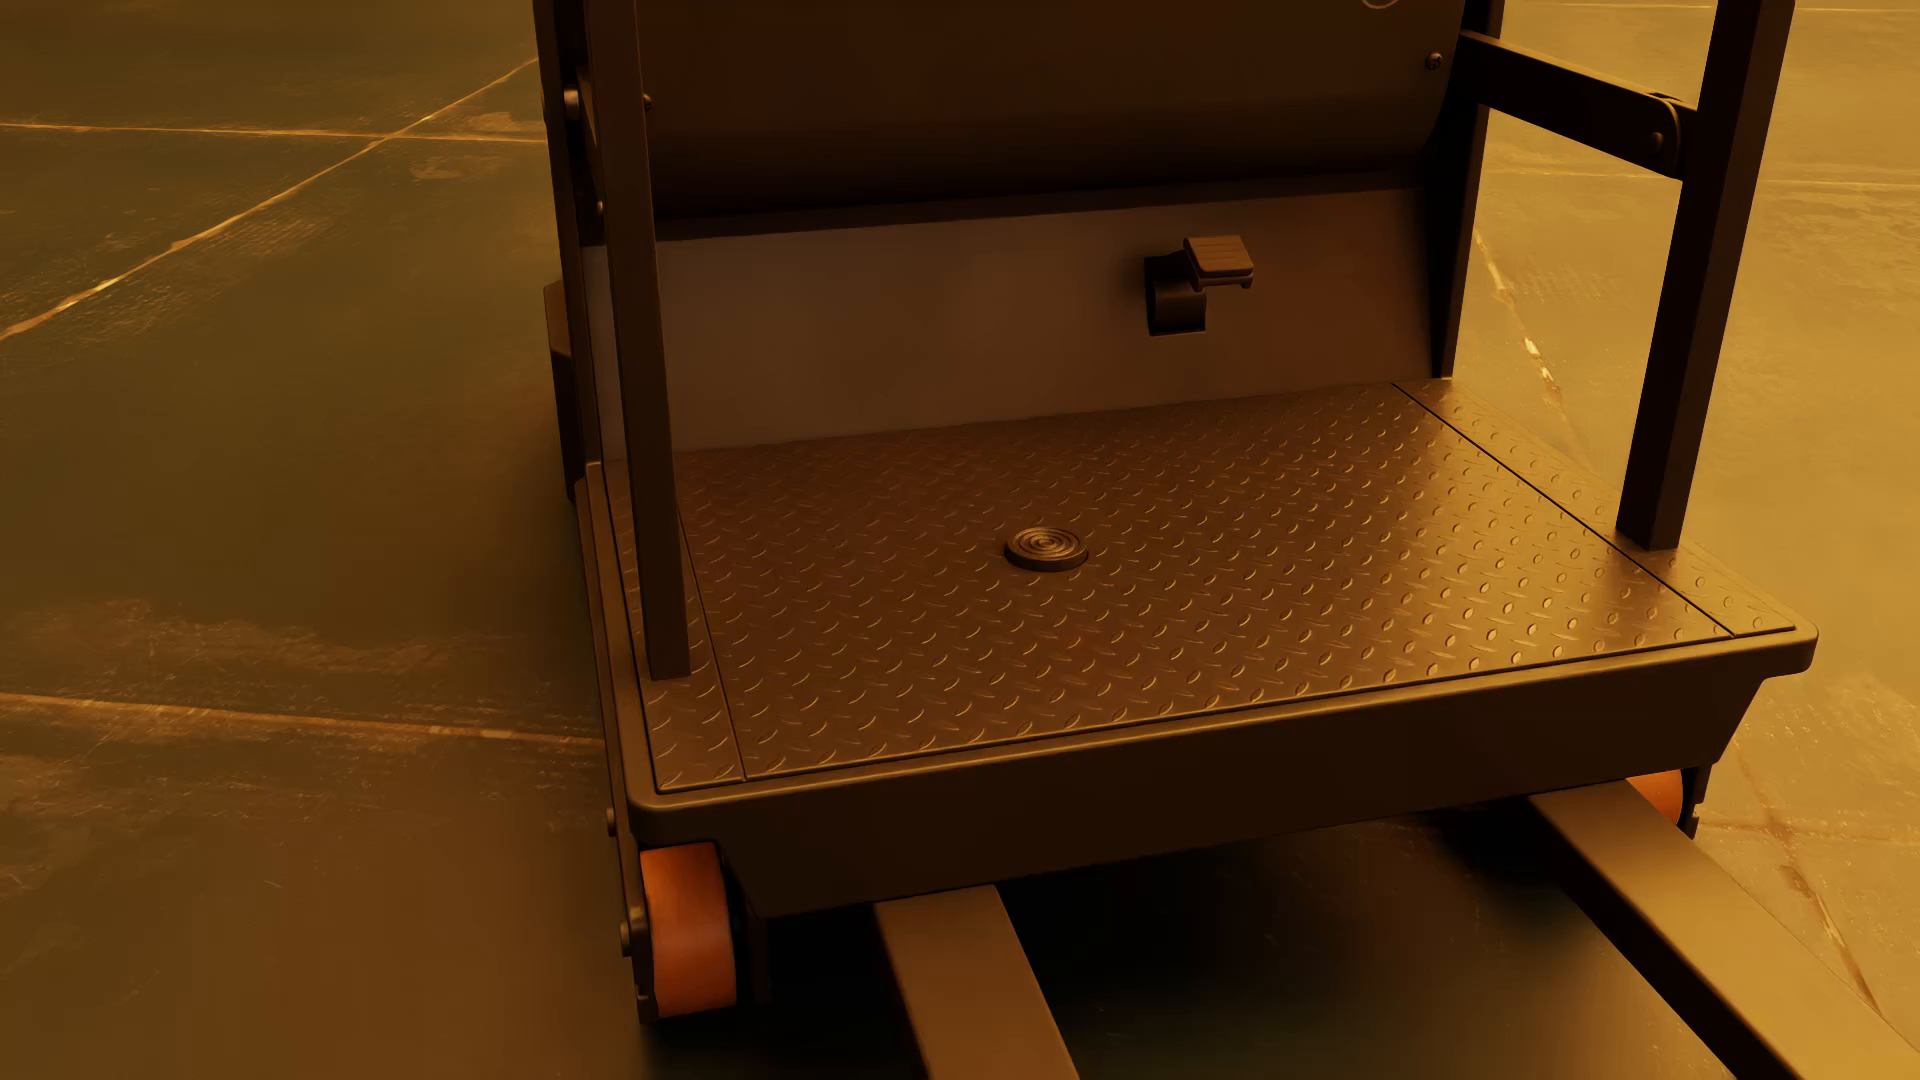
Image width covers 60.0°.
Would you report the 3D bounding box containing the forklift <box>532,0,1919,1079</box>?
[{"bbox_3d":[0.153,-1.049,1.319,1.130,2.935,3.031,-7,27,-13],"label":"forklift"}]
